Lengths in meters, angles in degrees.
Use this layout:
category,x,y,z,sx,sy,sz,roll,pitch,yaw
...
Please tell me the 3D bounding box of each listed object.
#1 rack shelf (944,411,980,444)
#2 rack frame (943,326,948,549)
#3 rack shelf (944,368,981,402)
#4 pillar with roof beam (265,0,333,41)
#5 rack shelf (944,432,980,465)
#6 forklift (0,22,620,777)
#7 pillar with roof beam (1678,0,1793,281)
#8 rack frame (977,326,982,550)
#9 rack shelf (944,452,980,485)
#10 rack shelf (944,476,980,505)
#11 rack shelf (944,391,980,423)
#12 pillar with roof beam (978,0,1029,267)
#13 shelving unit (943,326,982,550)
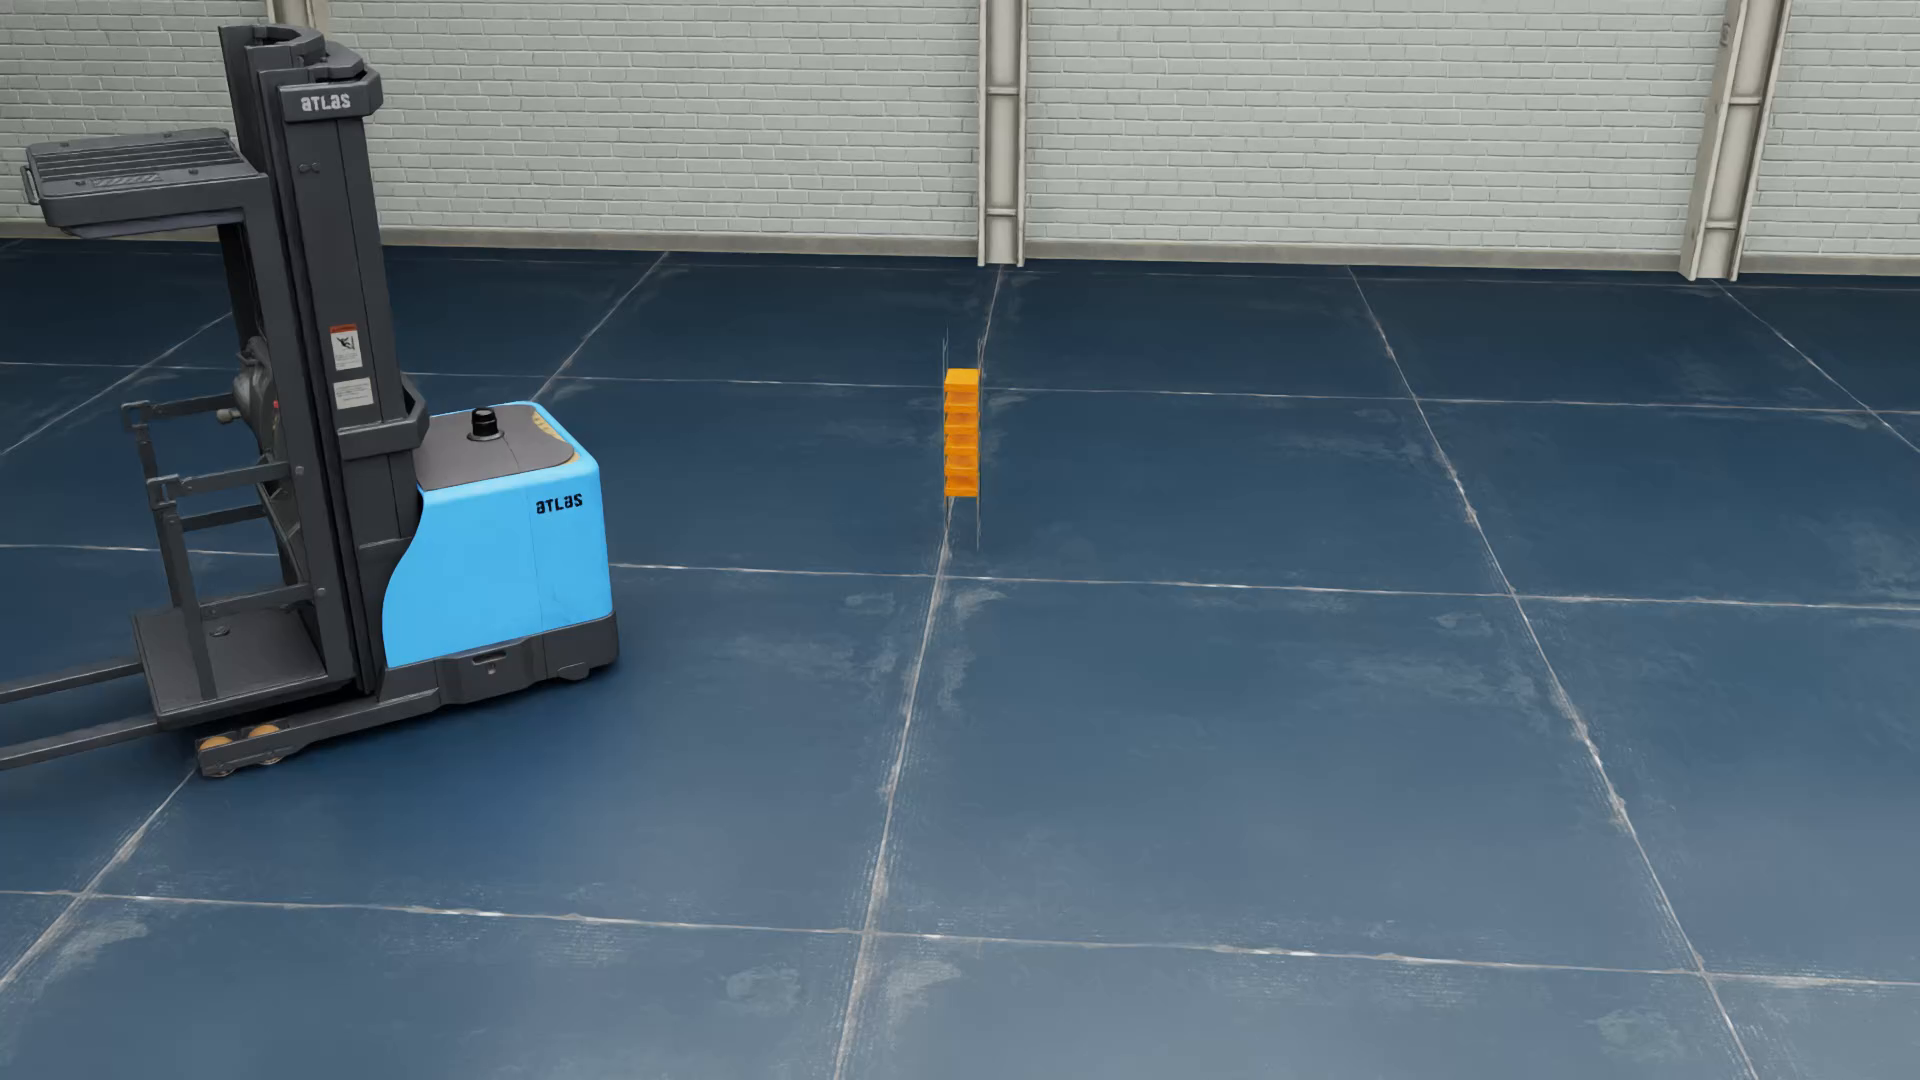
category,x,y,z,sx,sy,sz,roll,pitch,yaw
rack shelf,0.014,-0.613,8.967,0.180,0.103,0.258,2,25,4
rack frame,-0.077,-0.548,9.005,0.006,1.200,0.240,2,25,4
rack shelf,0.014,-0.831,8.866,0.180,0.103,0.258,2,25,4
pillar with roof beam,-5.948,-4.924,9.186,0.400,9.000,9.100,2,25,4
rack shelf,0.014,-0.504,9.017,0.180,0.103,0.258,2,25,4
forklift,-3.151,-0.578,6.999,3.031,2.935,1.130,-13,28,-27
pillar with roof beam,6.017,-4.540,8.351,0.400,9.000,9.100,2,25,4
rack frame,0.106,-0.542,8.992,0.006,1.200,0.240,2,25,4
rack shelf,0.014,-0.395,9.067,0.180,0.103,0.258,2,25,4
rack shelf,0.014,-0.286,9.117,0.180,0.103,0.258,2,25,4
rack shelf,0.014,-0.722,8.916,0.180,0.103,0.258,2,25,4
pillar with roof beam,0.034,-4.732,8.768,0.400,9.000,9.100,2,25,4
shelving unit,0.014,-0.545,8.998,0.189,1.200,0.258,2,25,4
